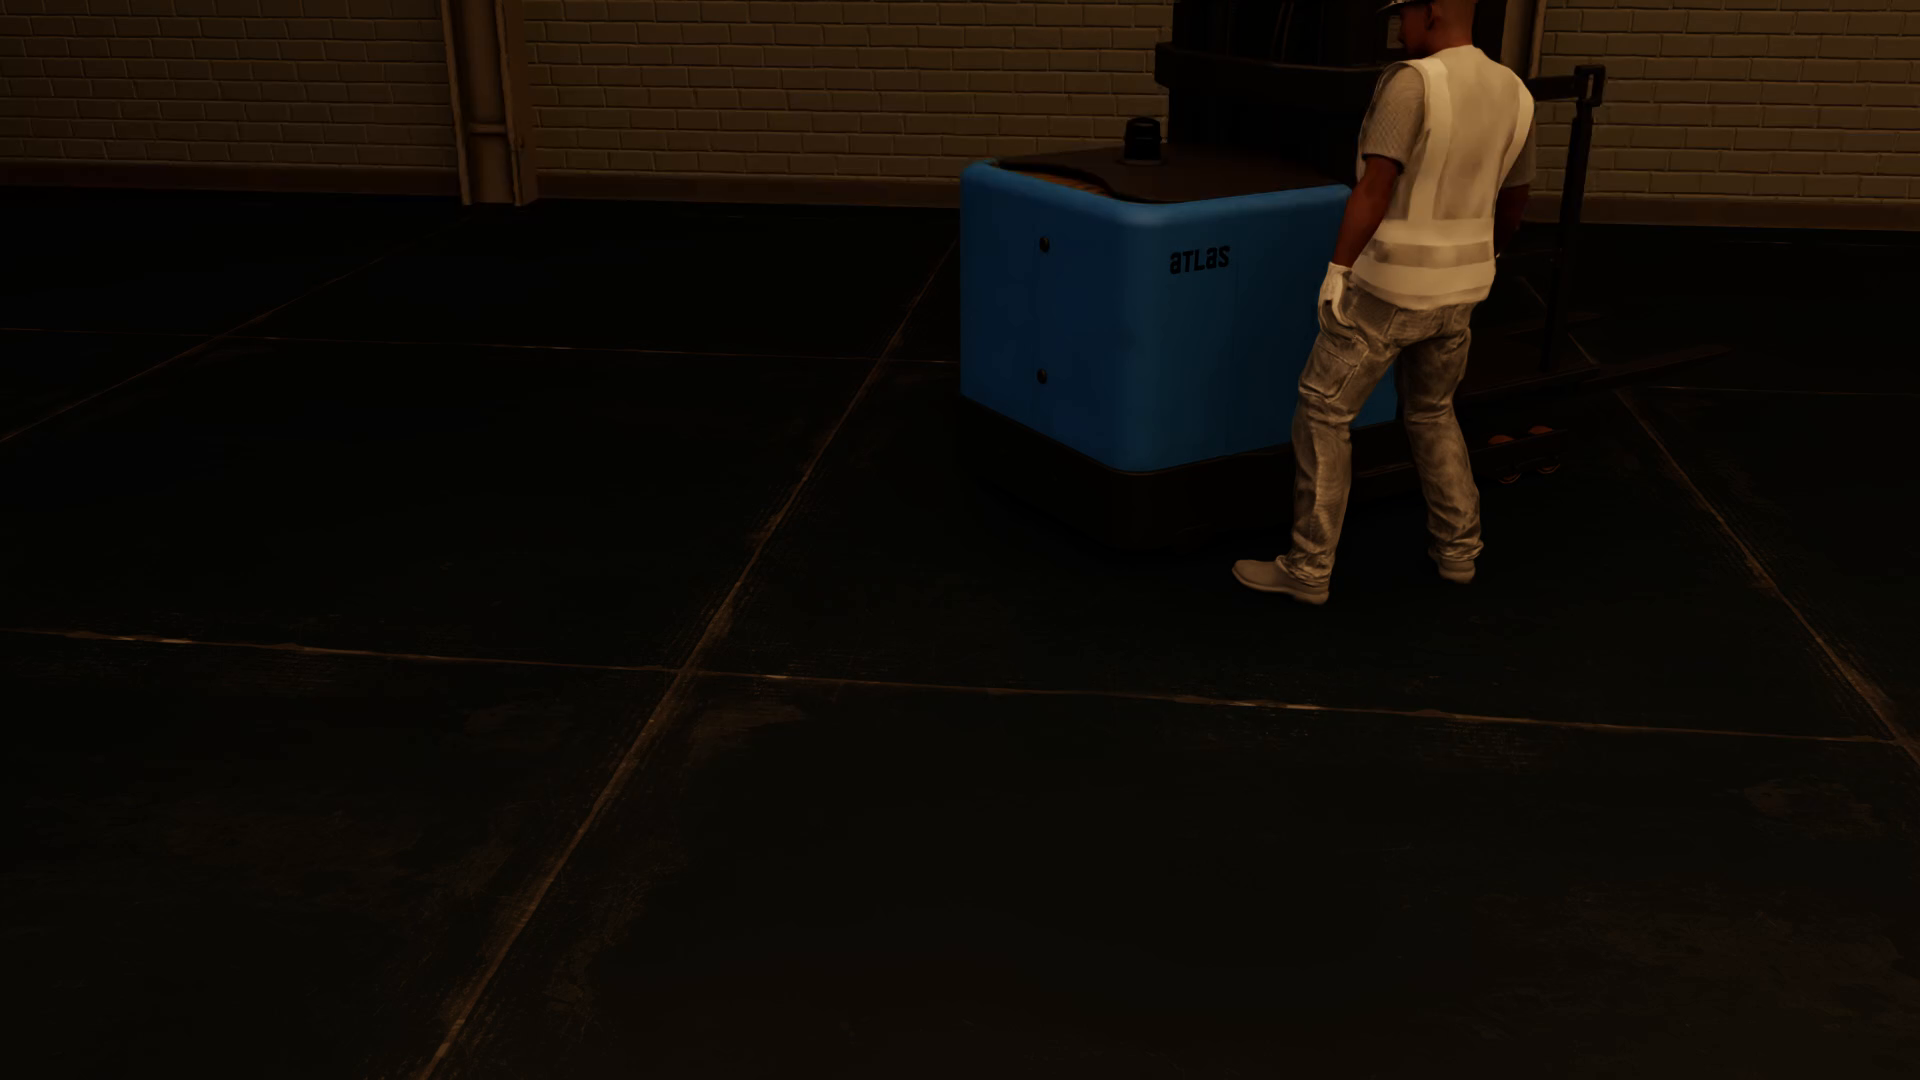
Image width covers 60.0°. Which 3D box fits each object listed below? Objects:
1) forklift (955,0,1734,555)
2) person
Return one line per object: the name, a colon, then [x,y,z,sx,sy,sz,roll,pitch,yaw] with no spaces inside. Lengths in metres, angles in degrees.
forklift: [1.514,-1.705,5.486,3.031,2.935,1.130,-13,25,-28]
person: [1.250,-0.715,4.623,0.876,1.744,0.423,-14,26,-31]
